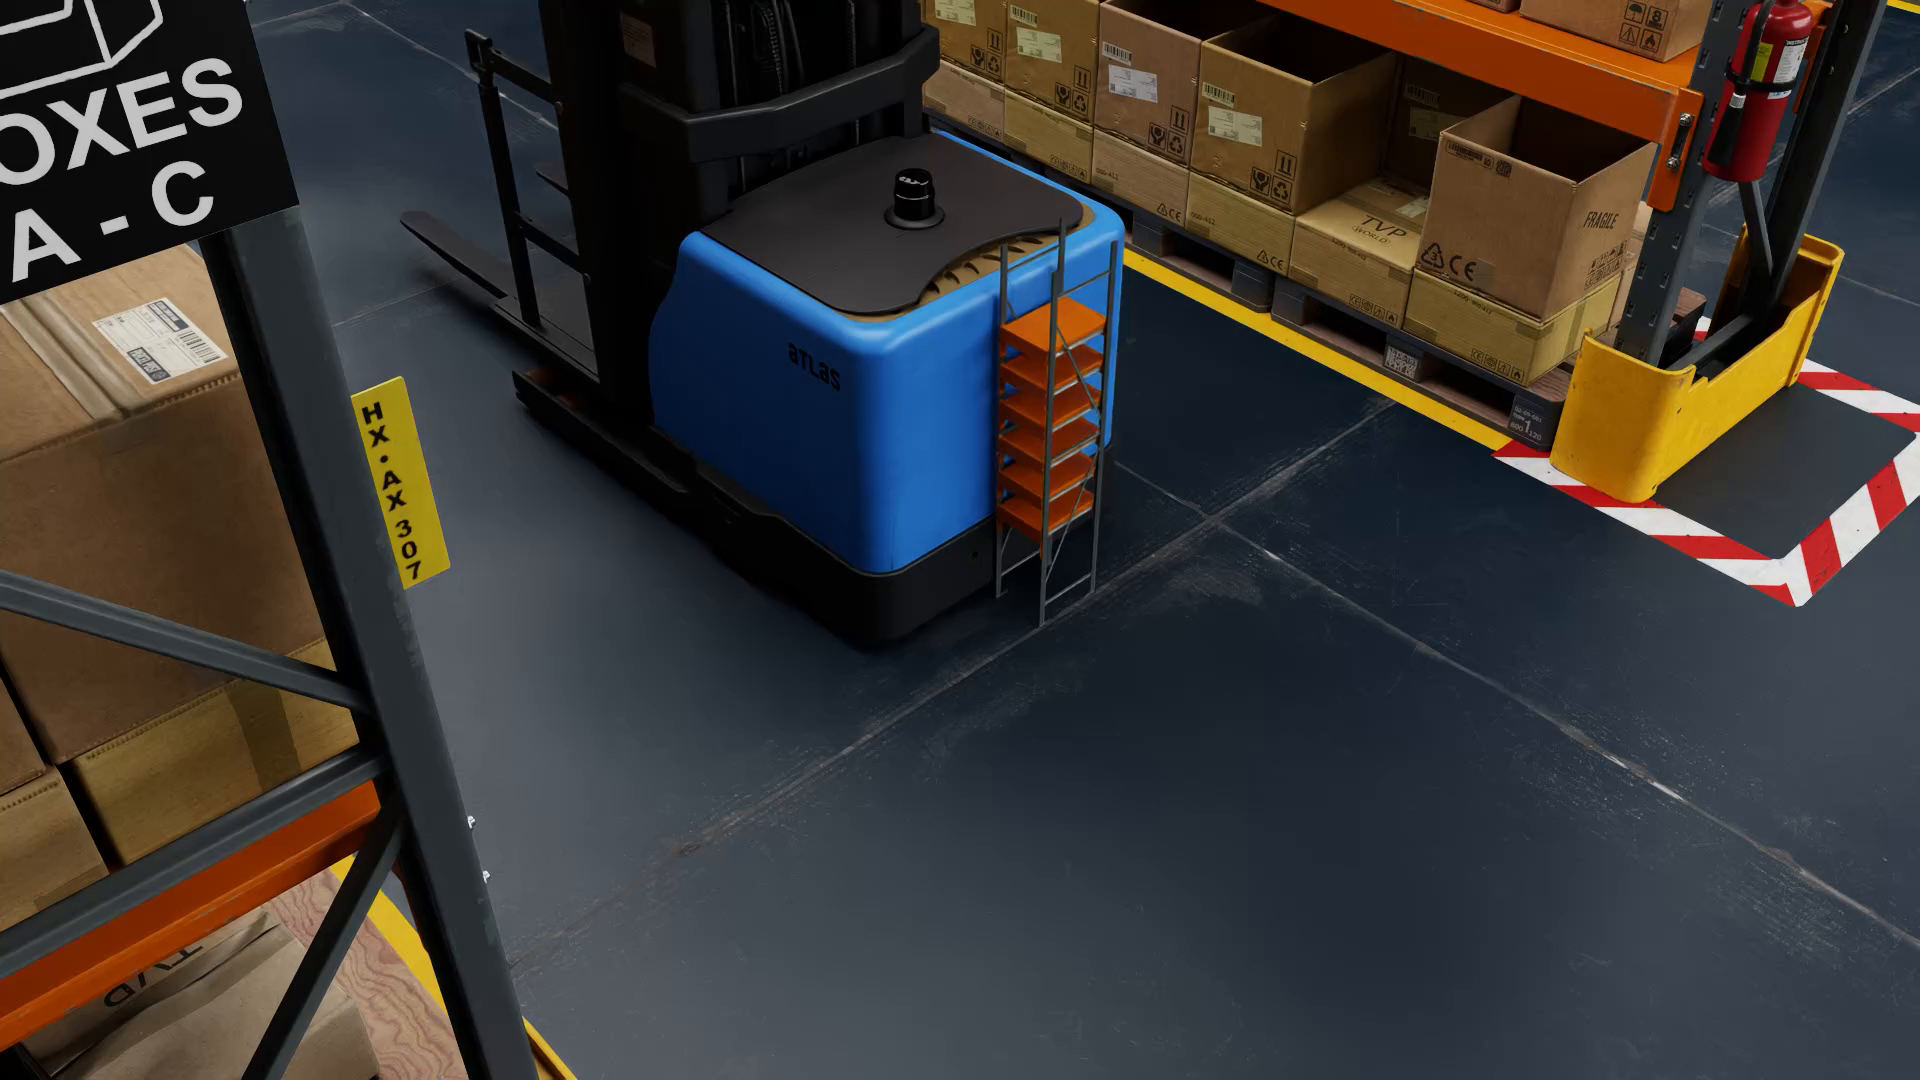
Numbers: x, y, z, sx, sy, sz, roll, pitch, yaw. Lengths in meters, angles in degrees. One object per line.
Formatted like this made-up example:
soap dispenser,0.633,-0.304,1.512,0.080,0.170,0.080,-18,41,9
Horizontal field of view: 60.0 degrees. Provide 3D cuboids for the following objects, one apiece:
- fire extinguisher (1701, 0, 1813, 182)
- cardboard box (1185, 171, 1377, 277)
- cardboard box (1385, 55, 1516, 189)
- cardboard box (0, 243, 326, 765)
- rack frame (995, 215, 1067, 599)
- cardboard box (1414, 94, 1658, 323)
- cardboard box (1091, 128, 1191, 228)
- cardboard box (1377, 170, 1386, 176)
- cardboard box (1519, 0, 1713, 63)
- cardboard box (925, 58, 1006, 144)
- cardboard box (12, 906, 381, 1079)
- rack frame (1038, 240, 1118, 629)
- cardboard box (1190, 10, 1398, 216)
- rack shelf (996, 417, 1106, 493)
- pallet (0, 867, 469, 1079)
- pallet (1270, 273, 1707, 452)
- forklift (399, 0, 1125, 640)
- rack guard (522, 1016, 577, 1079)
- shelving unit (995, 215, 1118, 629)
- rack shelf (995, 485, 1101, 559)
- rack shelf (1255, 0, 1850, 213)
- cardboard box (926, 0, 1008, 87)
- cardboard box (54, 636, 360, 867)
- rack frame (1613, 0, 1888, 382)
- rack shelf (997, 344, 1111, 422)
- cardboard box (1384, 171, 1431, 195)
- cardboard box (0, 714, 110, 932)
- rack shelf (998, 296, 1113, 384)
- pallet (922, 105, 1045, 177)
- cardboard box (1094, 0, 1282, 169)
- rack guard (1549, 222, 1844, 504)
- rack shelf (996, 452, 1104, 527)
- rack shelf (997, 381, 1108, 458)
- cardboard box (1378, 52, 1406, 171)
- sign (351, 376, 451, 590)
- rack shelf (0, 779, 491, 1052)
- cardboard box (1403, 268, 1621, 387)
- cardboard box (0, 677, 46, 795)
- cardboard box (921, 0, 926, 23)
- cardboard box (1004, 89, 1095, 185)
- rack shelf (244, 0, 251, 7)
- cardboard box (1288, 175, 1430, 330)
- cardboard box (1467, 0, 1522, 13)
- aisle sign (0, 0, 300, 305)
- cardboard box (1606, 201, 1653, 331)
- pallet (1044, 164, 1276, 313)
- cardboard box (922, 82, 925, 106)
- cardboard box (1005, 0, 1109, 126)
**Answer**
fire extinguisher,2.217,-1.325,4.564,0.296,0.674,0.183,-30,48,-32
cardboard box,1.212,-1.280,6.302,0.500,0.250,0.500,-30,48,-32
cardboard box,1.940,-1.566,6.058,0.500,0.500,0.500,-30,48,-32
cardboard box,-1.269,-0.090,2.481,0.500,0.500,0.500,-30,48,-32
rack frame,0.194,-0.341,4.717,0.240,1.200,0.006,-31,48,-32
cardboard box,1.897,-1.114,5.499,0.500,0.500,0.500,-30,48,-32
cardboard box,0.875,-1.512,6.589,0.500,0.250,0.500,-30,48,-32
cardboard box,1.601,-1.505,6.580,0.500,0.250,0.500,-30,48,-32
cardboard box,2.172,-1.867,5.095,0.700,0.500,0.500,-30,48,-32
cardboard box,0.198,-1.975,7.162,0.500,0.250,0.500,-30,48,-32
cardboard box,-1.569,1.016,3.394,0.500,0.311,0.500,29,47,31
rack frame,0.320,-0.257,4.614,0.240,1.200,0.006,-31,48,-32
cardboard box,1.210,-1.571,6.065,0.500,0.500,0.500,-30,48,-32
rack shelf,0.257,-0.265,4.693,0.258,0.103,0.180,-31,48,-32
pallet,-1.742,1.159,3.647,1.003,0.211,1.213,-30,48,-32
pallet,1.931,-0.858,6.144,1.003,0.211,1.213,-30,48,-32
forklift,-0.895,-1.684,5.002,1.130,2.935,3.031,-31,48,-32
rack guard,-1.219,1.437,3.073,1.175,0.500,0.348,-30,48,-32
shelving unit,0.257,-0.299,4.665,0.258,1.200,0.189,-31,48,-32
rack shelf,0.257,-0.078,4.844,0.258,0.103,0.180,-31,48,-32
rack shelf,1.126,-2.253,6.224,1.077,0.370,4.000,-30,48,-32
cardboard box,0.200,-2.268,6.928,0.500,0.500,0.500,-30,48,-32
cardboard box,-1.264,0.190,2.731,0.500,0.250,0.500,-31,48,-33
rack frame,2.479,-1.607,4.852,1.000,3.000,0.127,-30,48,-32
rack shelf,0.257,-0.451,4.543,0.258,0.103,0.180,-31,48,-32
cardboard box,1.939,-1.273,6.293,0.500,0.250,0.500,-30,48,-32
cardboard box,-1.626,0.417,2.450,0.500,0.250,0.500,-29,47,-31
rack shelf,0.257,-0.545,4.467,0.258,0.103,0.180,-31,48,-32
pallet,0.280,-1.987,7.543,1.003,0.211,1.213,-30,48,-32
cardboard box,0.873,-1.802,6.352,0.500,0.500,0.500,-30,48,-32
rack guard,2.495,-0.623,5.624,1.175,0.500,0.348,-30,48,-32
rack shelf,0.257,-0.171,4.769,0.258,0.103,0.180,-31,48,-32
rack shelf,0.257,-0.358,4.618,0.258,0.103,0.180,-31,48,-32
cardboard box,1.593,-1.791,6.338,0.500,0.500,0.500,-30,48,-32
sign,-0.768,-0.067,2.257,0.100,0.325,0.005,-30,48,-32
rack shelf,-2.520,-0.146,3.616,1.077,0.370,4.000,-30,48,-32
cardboard box,1.898,-0.823,5.736,0.500,0.250,0.500,-30,48,-32
cardboard box,-1.643,0.131,2.207,0.500,0.500,0.500,-31,48,-32
cardboard box,-0.144,-2.496,7.210,0.500,0.500,0.500,-30,48,-32
cardboard box,0.533,-1.741,6.873,0.500,0.250,0.500,-30,48,-32
rack shelf,-2.520,-1.313,2.673,1.077,0.370,4.000,-30,48,-32
cardboard box,1.551,-1.049,6.016,0.500,0.250,0.500,-30,48,-32
cardboard box,1.814,-2.108,5.393,0.700,0.500,0.500,-29,47,-31
aisle sign,-0.898,-0.606,1.543,0.394,0.787,0.004,-30,48,-32
cardboard box,2.280,-1.043,6.009,0.500,0.250,0.500,-30,48,-32
pallet,1.110,-1.423,6.843,1.003,0.211,1.213,-30,48,-32
cardboard box,-0.136,-2.208,7.451,0.500,0.250,0.500,-30,48,-32
cardboard box,0.533,-2.033,6.637,0.500,0.500,0.500,-30,48,-32
